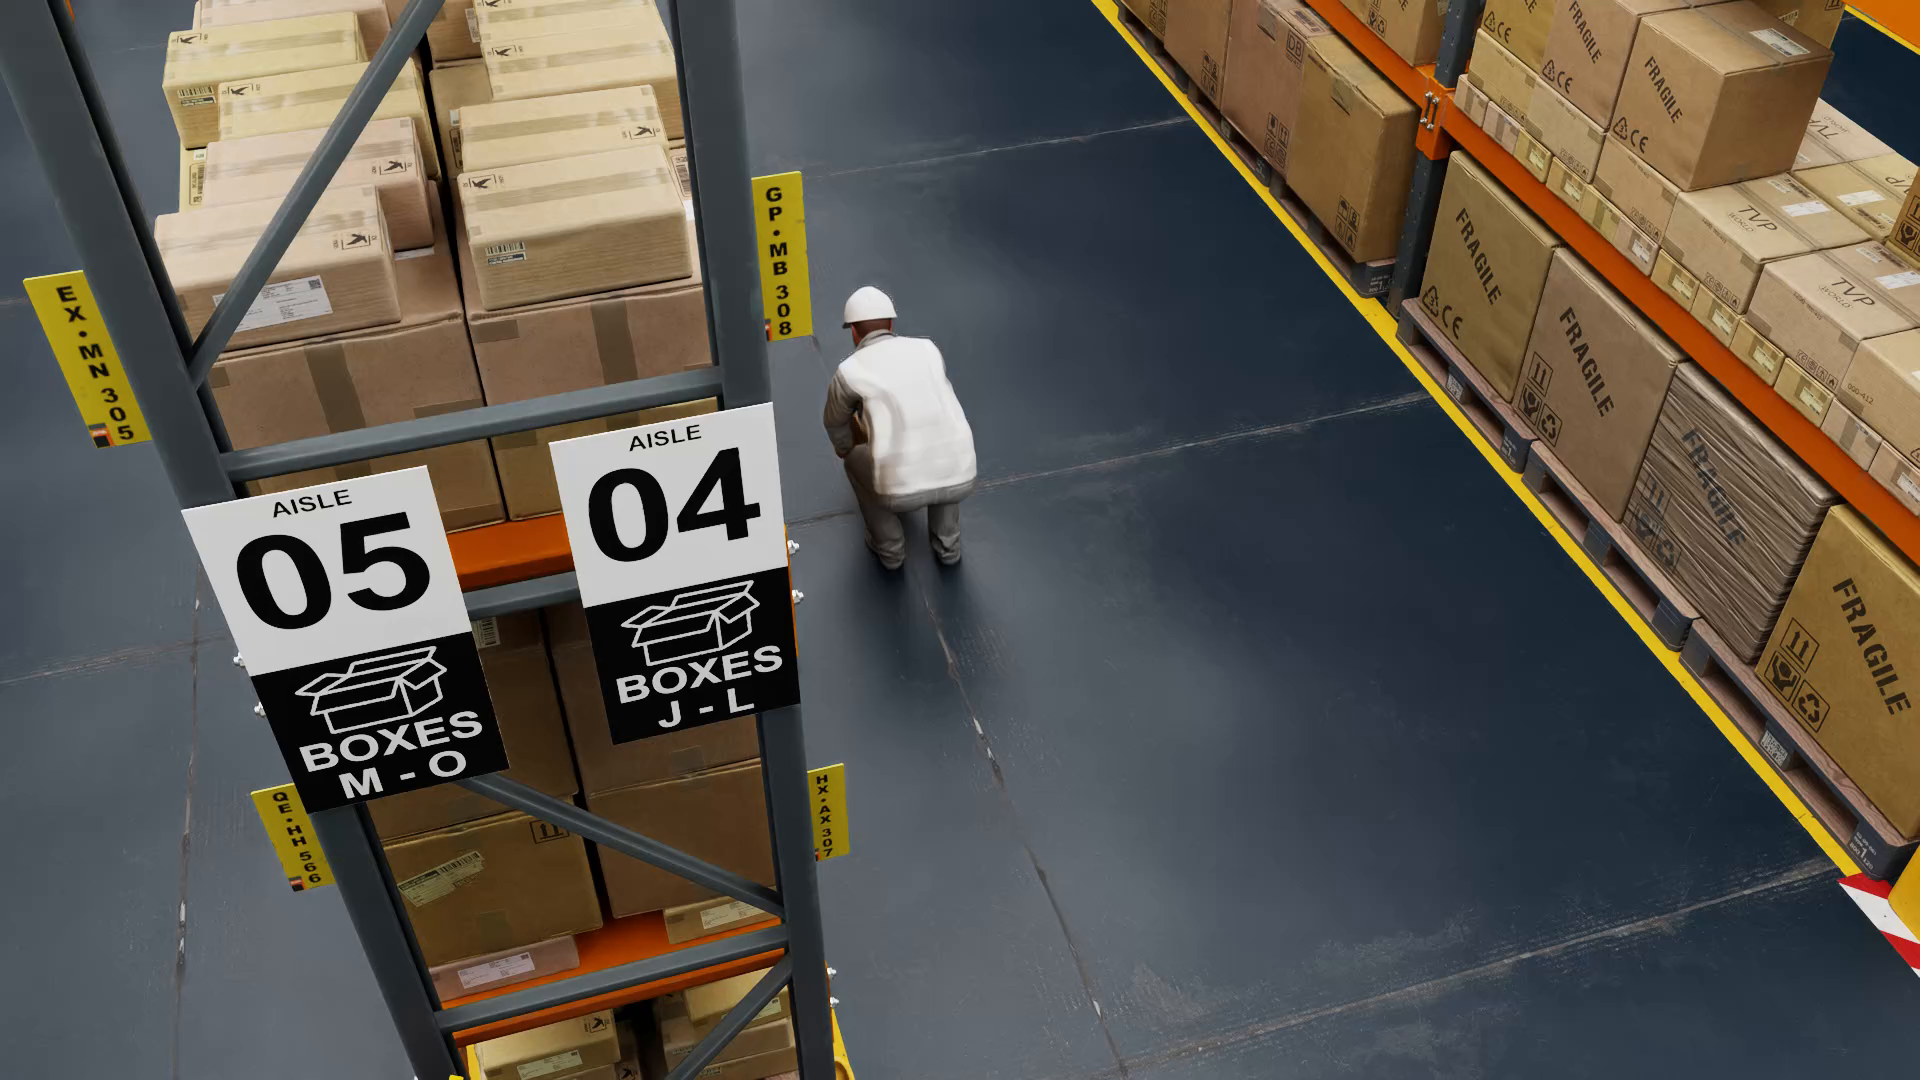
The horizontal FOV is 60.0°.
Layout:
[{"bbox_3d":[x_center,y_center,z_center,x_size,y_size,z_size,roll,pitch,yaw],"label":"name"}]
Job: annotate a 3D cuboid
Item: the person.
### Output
[{"bbox_3d":[-0.270,-0.425,7.101,0.557,1.126,0.864,-12,43,-13],"label":"person"}]
